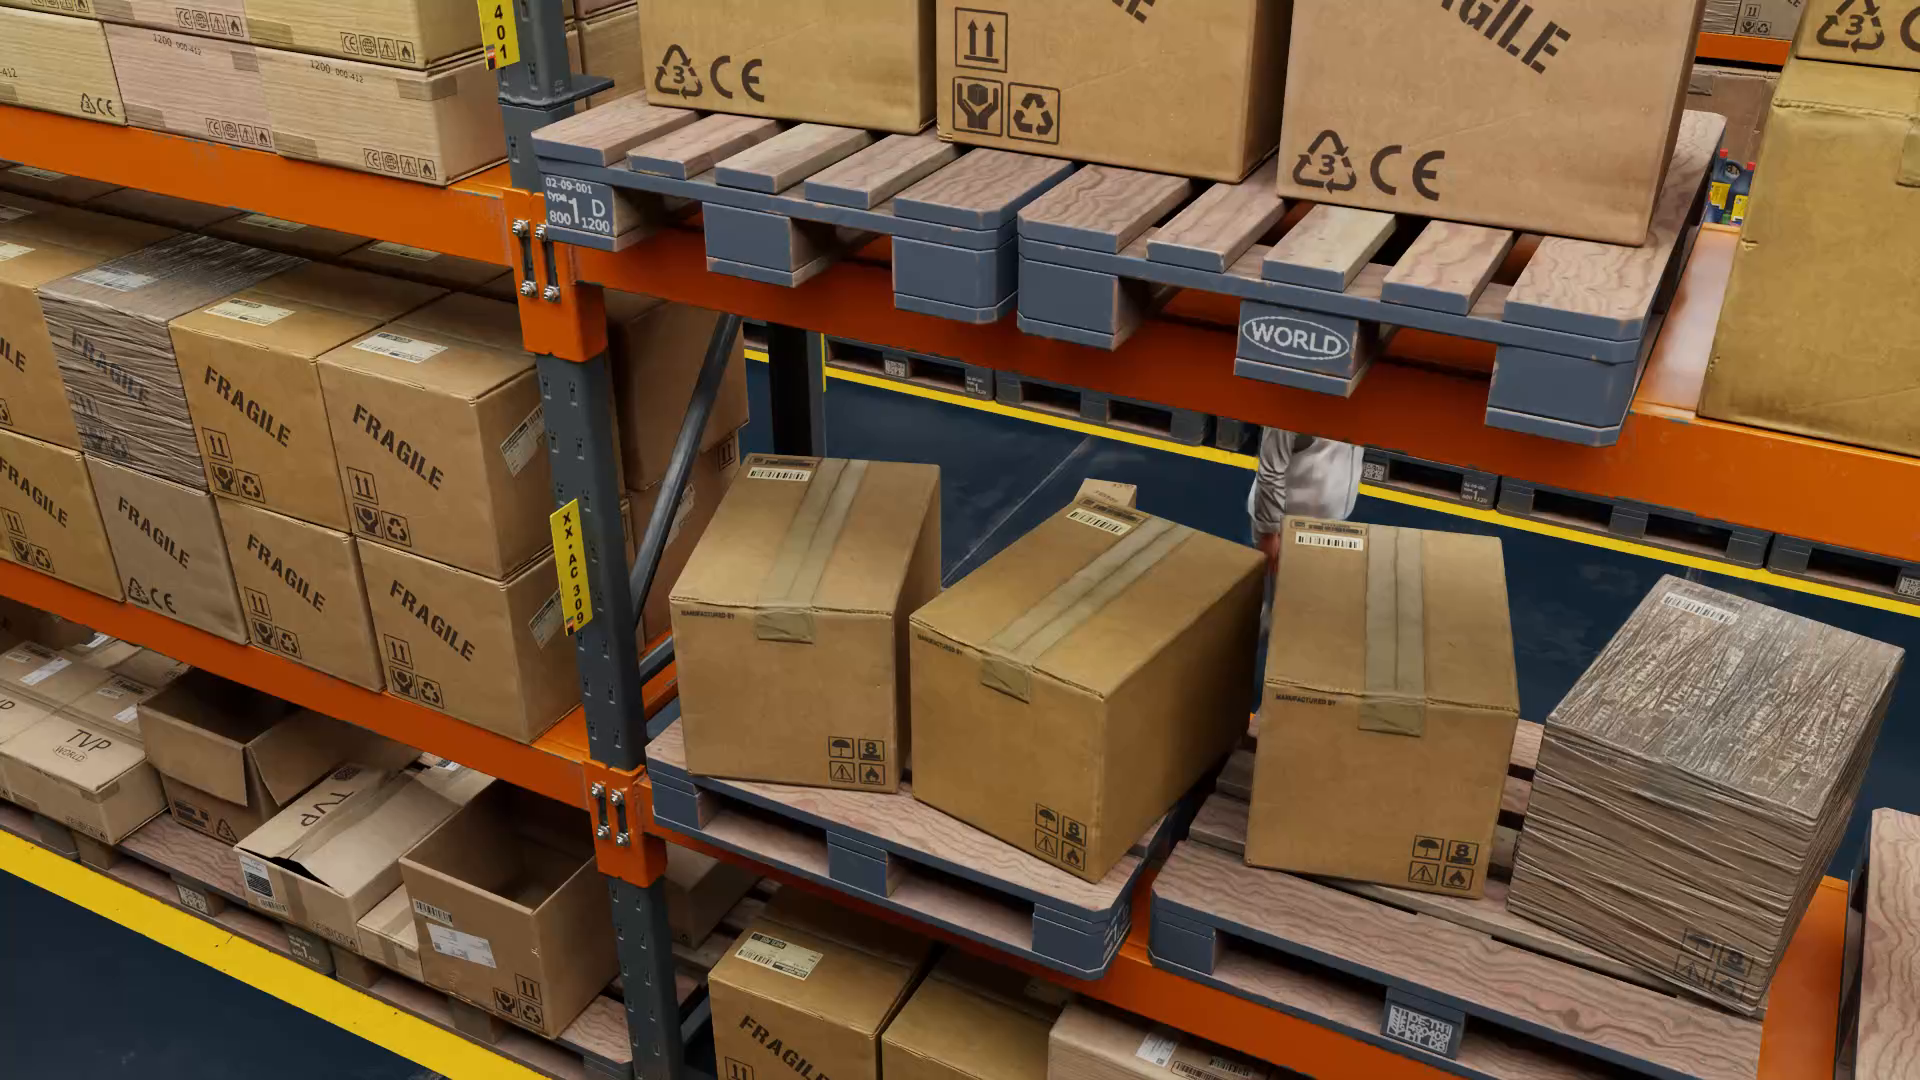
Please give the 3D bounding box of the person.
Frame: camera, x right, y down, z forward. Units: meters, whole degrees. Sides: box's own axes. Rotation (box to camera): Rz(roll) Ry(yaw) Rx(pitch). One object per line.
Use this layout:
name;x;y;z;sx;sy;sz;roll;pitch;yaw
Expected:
person;1.215;-0.059;6.343;0.545;1.475;0.448;21;36;31
